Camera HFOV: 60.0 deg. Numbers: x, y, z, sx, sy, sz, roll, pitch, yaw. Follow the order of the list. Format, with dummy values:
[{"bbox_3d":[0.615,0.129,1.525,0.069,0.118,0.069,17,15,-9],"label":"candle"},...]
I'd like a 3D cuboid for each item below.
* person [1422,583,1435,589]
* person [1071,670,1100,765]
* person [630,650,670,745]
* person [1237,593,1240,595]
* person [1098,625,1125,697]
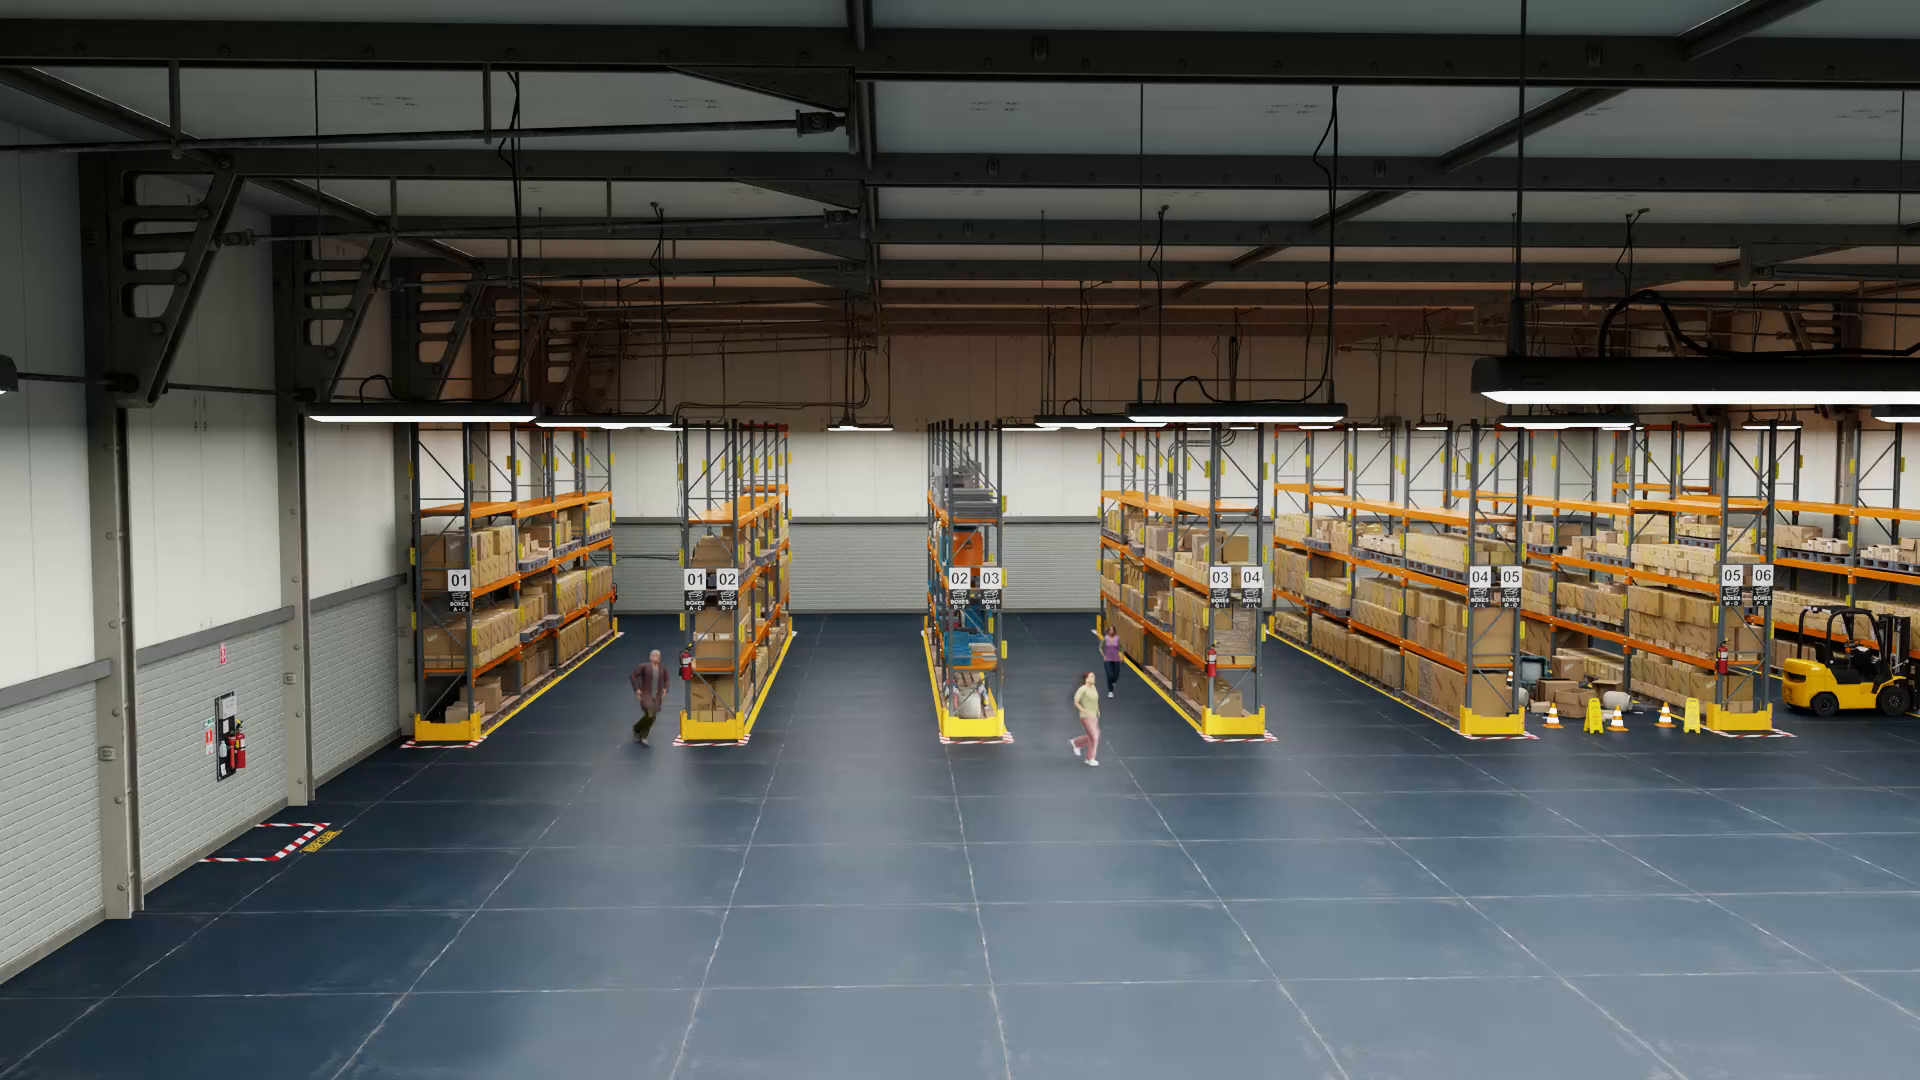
[{"bbox_3d":[13.893,1.707,49.387,0.915,1.594,0.604,1,4,18],"label":"person"},{"bbox_3d":[2.168,3.064,28.885,0.632,1.634,0.604,3,5,37],"label":"person"},{"bbox_3d":[-5.660,2.897,30.639,0.716,1.722,0.583,-3,5,-39],"label":"person"},{"bbox_3d":[8.305,1.803,48.356,0.502,1.677,0.690,-3,5,-41],"label":"person"},{"bbox_3d":[3.302,2.625,36.273,0.581,1.558,0.576,0,4,0],"label":"person"}]
